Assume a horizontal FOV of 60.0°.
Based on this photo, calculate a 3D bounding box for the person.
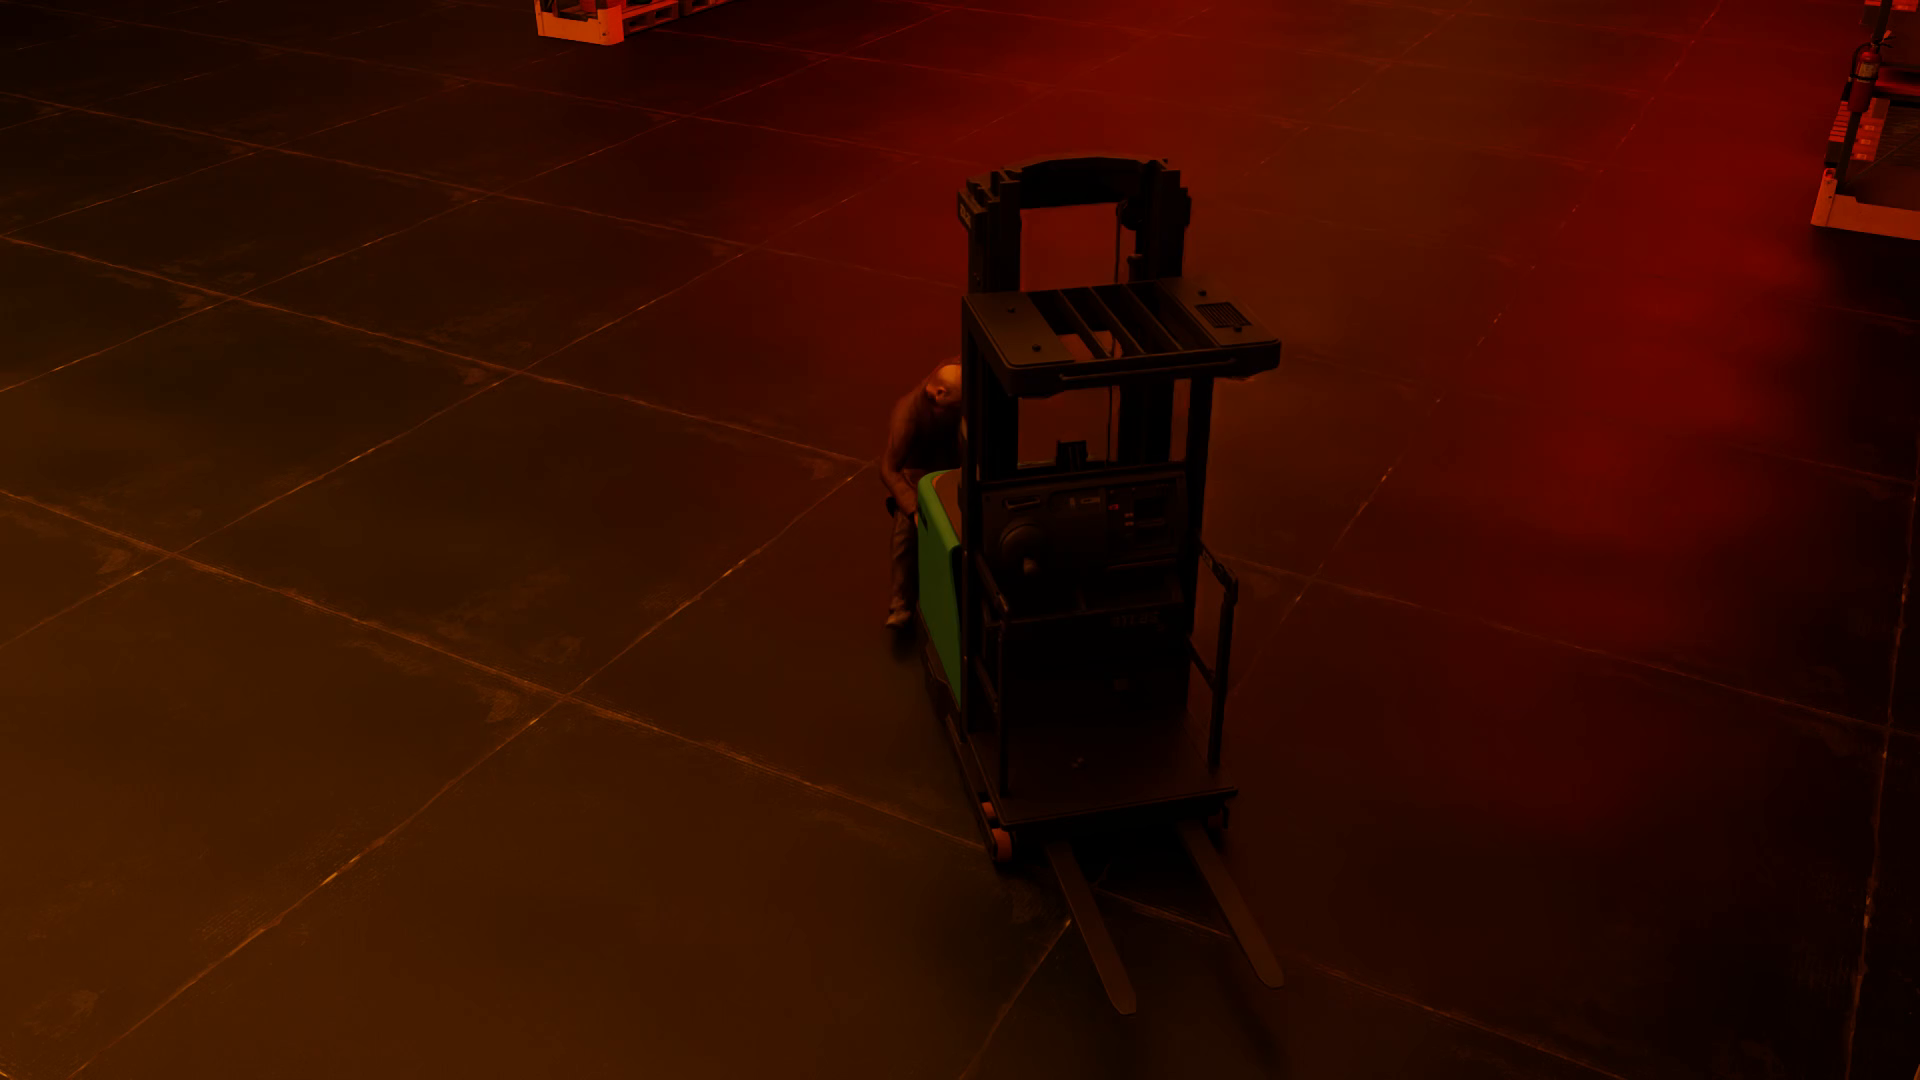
[{"bbox_3d":[-0.033,-0.352,9.211,1.374,1.454,0.851,-20,36,-31],"label":"person"}]

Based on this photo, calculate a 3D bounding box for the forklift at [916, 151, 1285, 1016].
[{"bbox_3d":[0.604,-0.023,7.110,1.130,2.935,3.031,-7,31,-11],"label":"forklift"}]
